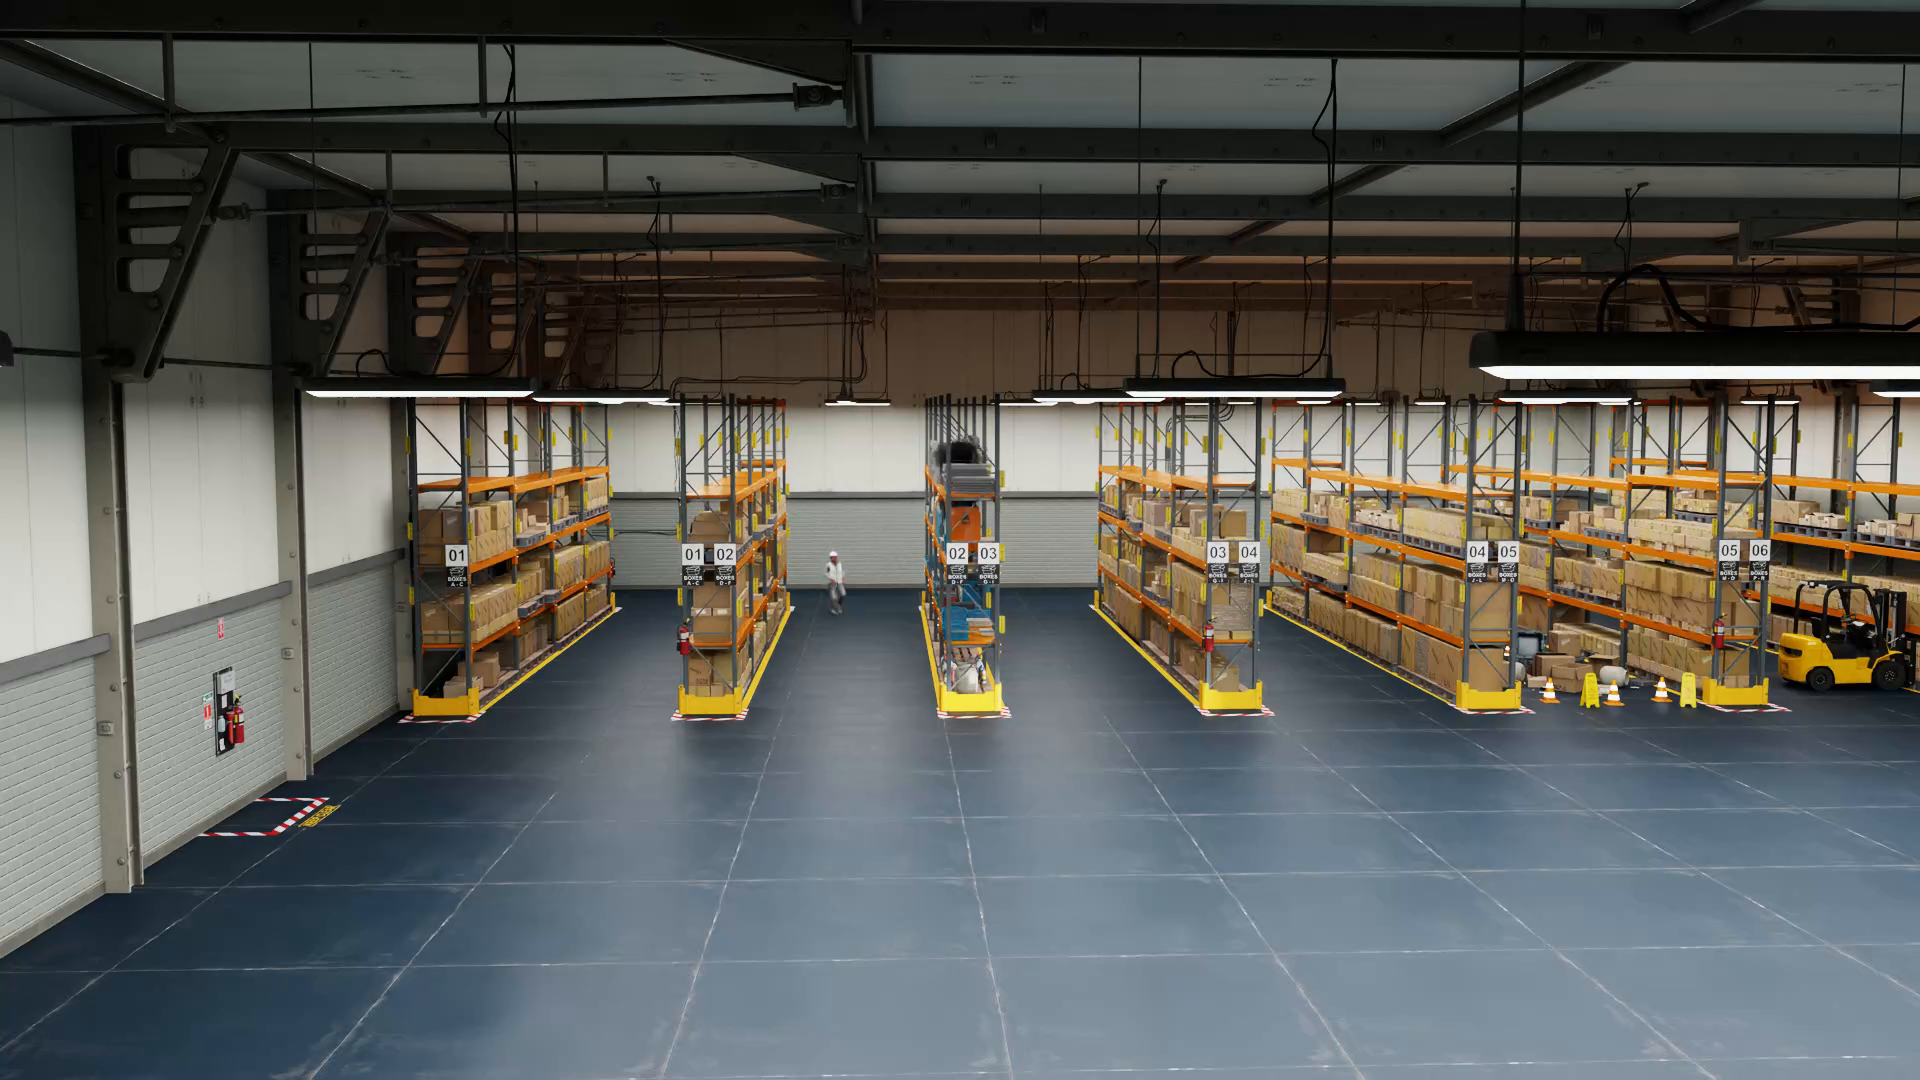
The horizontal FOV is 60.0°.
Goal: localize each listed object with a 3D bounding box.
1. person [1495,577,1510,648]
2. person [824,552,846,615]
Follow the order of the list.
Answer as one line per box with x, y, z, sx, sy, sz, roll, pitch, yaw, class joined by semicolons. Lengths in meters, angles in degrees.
12.826;1.750;39.674;0.666;1.709;1.001;-1;5;-16;person
-3.456;1.198;46.222;0.676;1.751;0.634;-2;5;-25;person
